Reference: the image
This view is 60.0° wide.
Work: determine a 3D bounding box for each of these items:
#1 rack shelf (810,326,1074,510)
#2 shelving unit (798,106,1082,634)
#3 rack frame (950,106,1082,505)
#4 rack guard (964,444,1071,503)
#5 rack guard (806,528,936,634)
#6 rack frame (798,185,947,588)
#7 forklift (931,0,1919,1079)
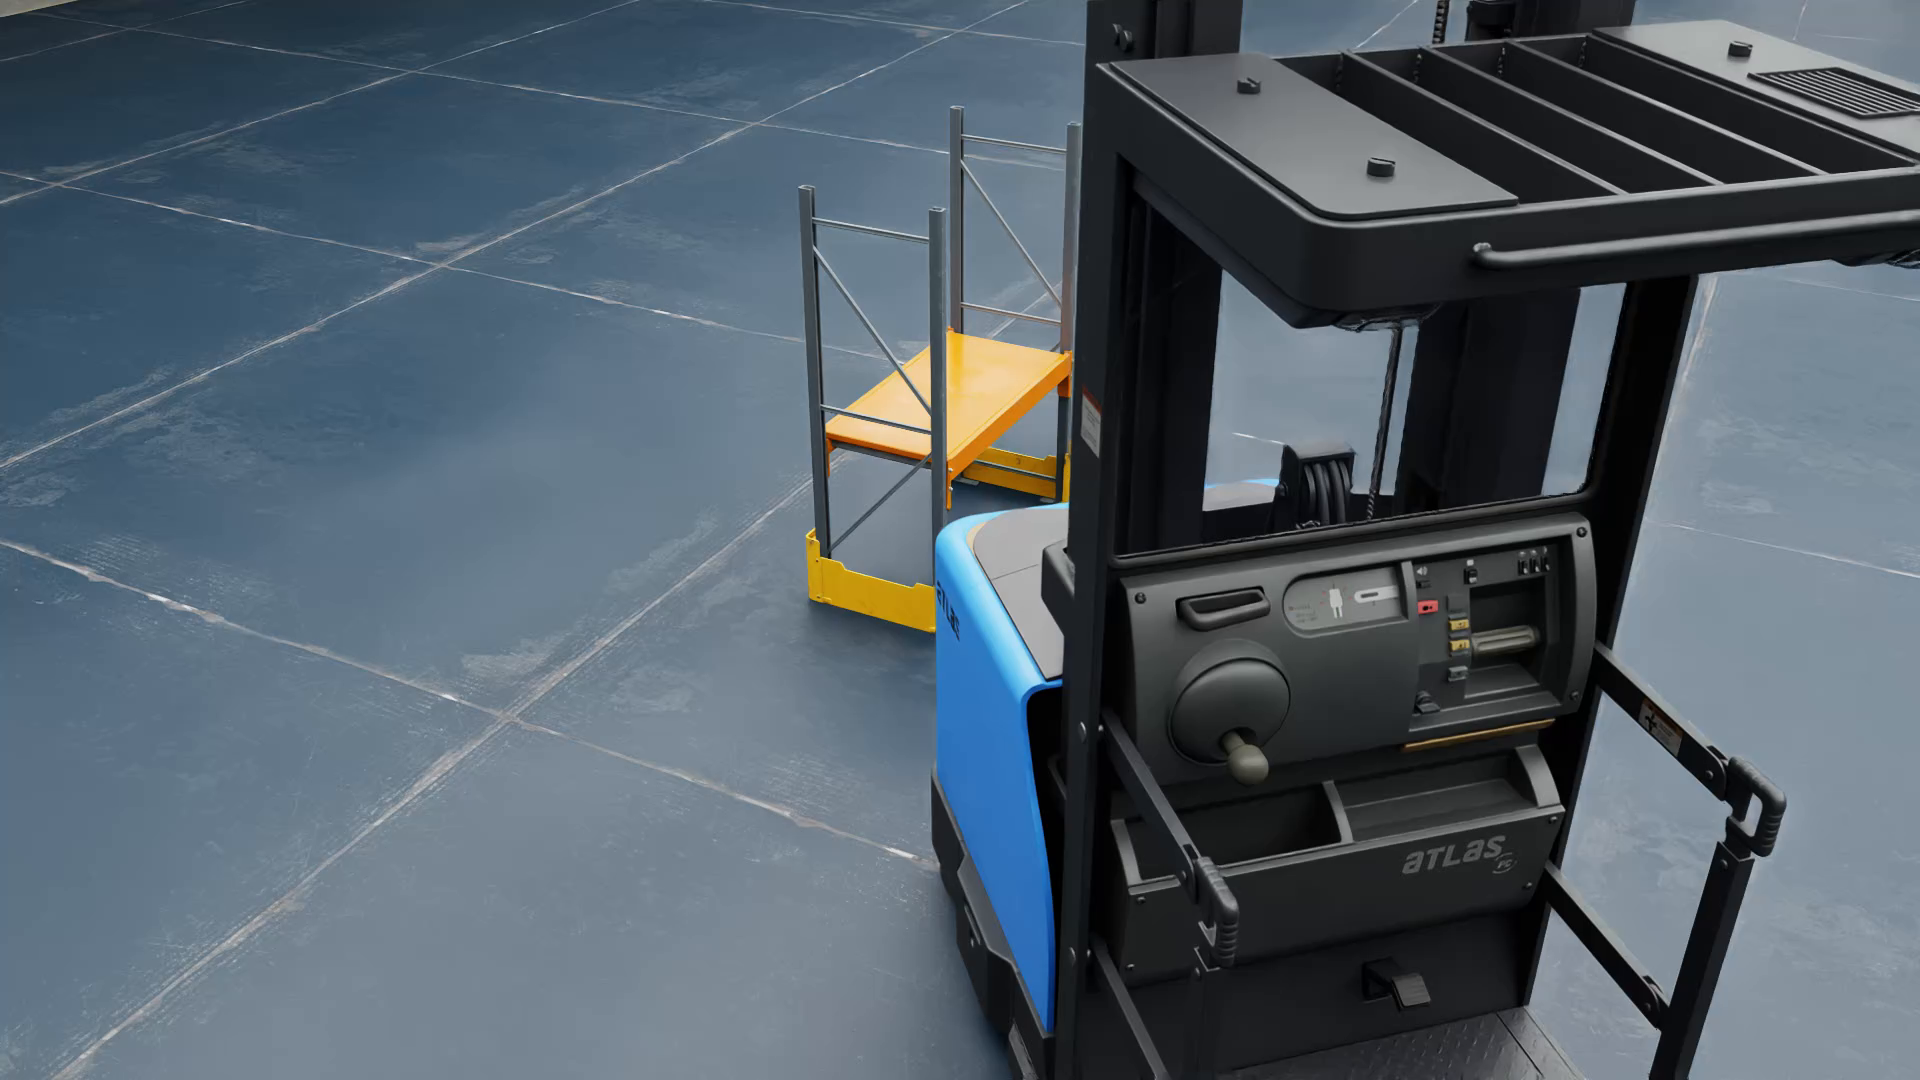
[{"bbox_3d":[-0.039,-0.457,5.900,0.538,0.185,1.000,14,33,23],"label":"rack shelf"},{"bbox_3d":[-0.035,-0.617,5.818,0.587,1.500,1.083,14,33,23],"label":"shelving unit"},{"bbox_3d":[0.193,-0.838,6.203,0.500,1.500,0.032,14,33,23],"label":"rack frame"},{"bbox_3d":[0.192,-0.295,6.513,0.587,0.250,0.087,14,33,23],"label":"rack guard"},{"bbox_3d":[-0.262,0.146,5.744,0.587,0.250,0.087,14,33,23],"label":"rack guard"},{"bbox_3d":[-0.270,-0.387,5.418,0.500,1.500,0.032,14,33,23],"label":"rack frame"},{"bbox_3d":[0.806,0.248,2.875,1.130,2.935,3.031,-8,31,-13],"label":"forklift"}]
